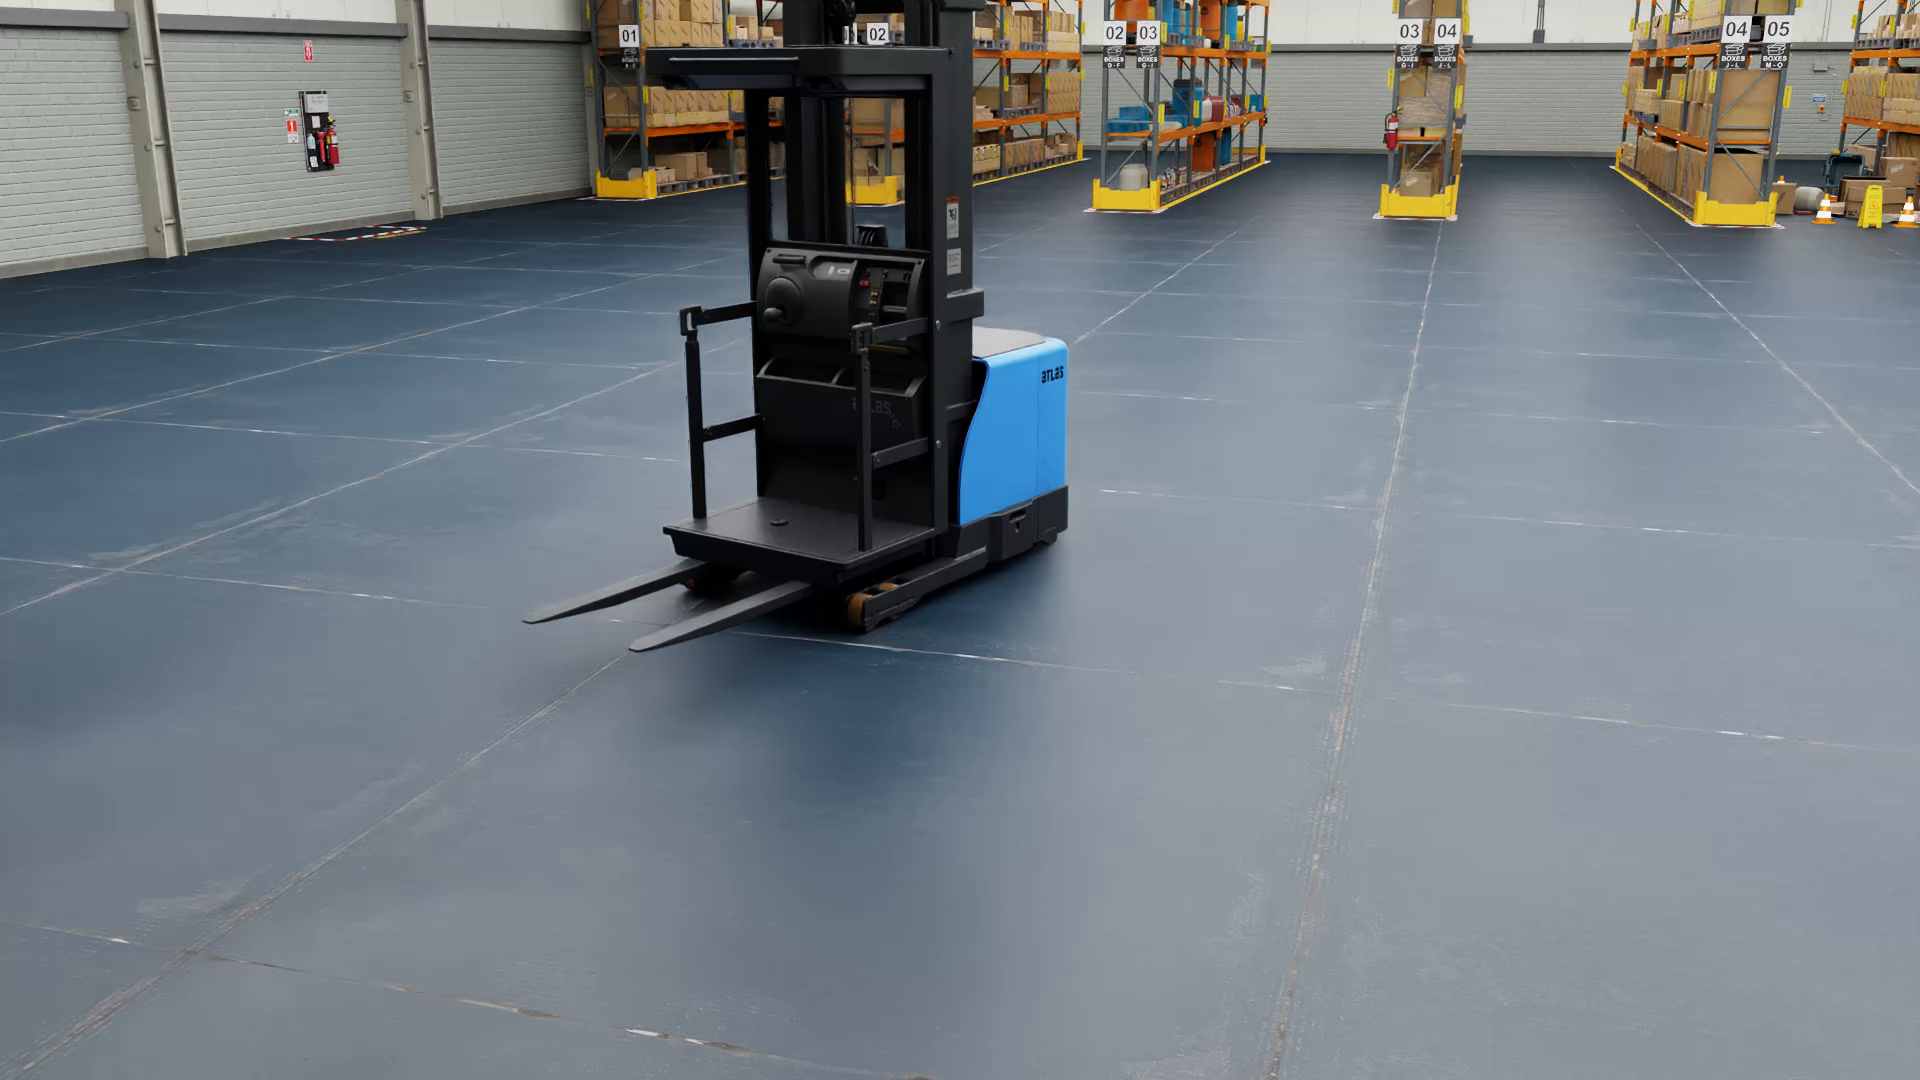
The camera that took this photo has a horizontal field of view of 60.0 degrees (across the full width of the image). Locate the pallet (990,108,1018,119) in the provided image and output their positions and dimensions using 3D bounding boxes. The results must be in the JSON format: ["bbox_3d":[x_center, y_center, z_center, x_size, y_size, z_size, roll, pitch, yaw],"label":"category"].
[{"bbox_3d":[0.638,-9.910,38.623,1.213,0.211,1.003,5,16,16],"label":"pallet"}]

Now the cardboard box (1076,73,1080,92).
[{"bbox_3d":[2.924,-12.304,44.696,0.500,0.500,0.500,4,16,15],"label":"cardboard box"}]

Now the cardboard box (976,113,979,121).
[{"bbox_3d":[0.205,-9.361,36.795,0.380,0.149,0.250,6,17,20],"label":"cardboard box"}]

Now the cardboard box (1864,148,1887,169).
[{"bbox_3d":[21.183,-8.688,37.889,0.875,0.438,0.875,4,16,14],"label":"cardboard box"}]

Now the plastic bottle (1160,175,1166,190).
[{"bbox_3d":[3.802,-6.691,31.115,0.097,0.271,0.097,0,16,0],"label":"plastic bottle"}]

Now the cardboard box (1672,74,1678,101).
[{"bbox_3d":[14.457,-8.919,32.763,0.700,0.500,0.500,4,16,15],"label":"cardboard box"}]

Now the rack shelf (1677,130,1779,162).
[{"bbox_3d":[13.031,-6.724,28.355,1.077,0.370,4.000,5,16,16],"label":"rack shelf"}]

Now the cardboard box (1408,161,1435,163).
[{"bbox_3d":[8.721,-6.902,31.477,0.500,0.500,0.500,4,16,14],"label":"cardboard box"}]

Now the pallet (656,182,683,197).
[{"bbox_3d":[-6.225,-6.998,33.115,1.003,0.211,1.213,5,16,16],"label":"pallet"}]

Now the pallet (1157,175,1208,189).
[{"bbox_3d":[4.655,-7.575,35.150,1.003,0.211,1.213,5,16,16],"label":"pallet"}]

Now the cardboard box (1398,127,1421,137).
[{"bbox_3d":[7.619,-6.927,28.215,0.380,0.149,0.250,5,16,16],"label":"cardboard box"}]

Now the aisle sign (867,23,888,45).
[{"bbox_3d":[-1.486,-8.936,30.074,0.394,0.787,0.004,5,16,16],"label":"aisle sign"}]

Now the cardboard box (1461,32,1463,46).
[{"bbox_3d":[8.994,-9.235,30.670,0.500,0.250,0.500,5,17,18],"label":"cardboard box"}]

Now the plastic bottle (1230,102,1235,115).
[{"bbox_3d":[6.398,-10.143,39.183,0.144,0.351,0.185,5,16,16],"label":"plastic bottle"}]

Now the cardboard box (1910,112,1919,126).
[{"bbox_3d":[19.536,-8.497,33.565,0.500,0.250,0.500,5,17,17],"label":"cardboard box"}]

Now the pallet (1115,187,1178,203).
[{"bbox_3d":[3.549,-6.554,31.549,1.003,0.211,1.213,5,16,16],"label":"pallet"}]

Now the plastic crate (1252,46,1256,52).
[{"bbox_3d":[7.185,-12.284,41.627,0.437,0.136,0.530,5,16,16],"label":"plastic crate"}]

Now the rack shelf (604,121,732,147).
[{"bbox_3d":[-5.943,-8.287,33.867,1.077,0.370,4.000,5,16,16],"label":"rack shelf"}]

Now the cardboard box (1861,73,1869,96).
[{"bbox_3d":[20.955,-10.399,37.980,0.500,0.500,0.500,5,17,16],"label":"cardboard box"}]

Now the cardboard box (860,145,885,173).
[{"bbox_3d":[-1.623,-7.393,32.291,0.500,0.500,0.500,5,16,16],"label":"cardboard box"}]

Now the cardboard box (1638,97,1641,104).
[{"bbox_3d":[15.102,-9.639,36.462,0.380,0.149,0.250,4,16,13],"label":"cardboard box"}]

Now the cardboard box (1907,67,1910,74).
[{"bbox_3d":[21.076,-10.371,36.691,0.380,0.149,0.250,4,16,15],"label":"cardboard box"}]

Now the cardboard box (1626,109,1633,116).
[{"bbox_3d":[16.443,-10.416,40.516,0.380,0.149,0.250,4,16,14],"label":"cardboard box"}]

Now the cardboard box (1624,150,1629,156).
[{"bbox_3d":[16.321,-9.392,40.354,0.380,0.149,0.250,5,17,18],"label":"cardboard box"}]

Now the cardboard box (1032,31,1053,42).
[{"bbox_3d":[2.026,-12.585,41.566,0.500,0.250,0.500,5,16,16],"label":"cardboard box"}]

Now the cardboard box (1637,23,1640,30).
[{"bbox_3d":[16.393,-12.274,39.738,0.380,0.149,0.250,5,17,17],"label":"cardboard box"}]

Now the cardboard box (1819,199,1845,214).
[{"bbox_3d":[14.877,-5.685,28.386,0.396,0.266,0.258,8,18,25],"label":"cardboard box"}]

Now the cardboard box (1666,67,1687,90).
[{"bbox_3d":[16.235,-10.457,37.640,0.500,0.500,0.500,5,17,17],"label":"cardboard box"}]

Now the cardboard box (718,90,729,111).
[{"bbox_3d":[-5.212,-9.307,35.009,0.500,0.500,0.500,5,16,16],"label":"cardboard box"}]

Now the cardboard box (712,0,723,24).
[{"bbox_3d":[-5.257,-10.986,34.515,0.500,0.500,0.500,3,16,11],"label":"cardboard box"}]

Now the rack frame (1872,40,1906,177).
[{"bbox_3d":[20.648,-9.328,36.221,1.000,3.000,0.127,5,16,16],"label":"rack frame"}]

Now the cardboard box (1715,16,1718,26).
[{"bbox_3d":[12.305,-8.298,26.598,0.380,0.149,0.250,5,17,16],"label":"cardboard box"}]

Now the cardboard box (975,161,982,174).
[{"bbox_3d":[0.165,-8.141,36.304,0.500,0.250,0.500,5,17,17],"label":"cardboard box"}]

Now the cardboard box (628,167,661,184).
[{"bbox_3d":[-6.228,-7.202,32.845,0.500,0.311,0.500,3,16,10],"label":"cardboard box"}]

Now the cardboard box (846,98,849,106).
[{"bbox_3d":[-3.126,-11.176,41.968,0.500,0.500,0.500,5,17,16],"label":"cardboard box"}]

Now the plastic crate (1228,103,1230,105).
[{"bbox_3d":[6.689,-11.014,42.359,0.416,0.233,0.300,5,16,16],"label":"plastic crate"}]

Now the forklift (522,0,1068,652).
[{"bbox_3d":[-0.677,-1.154,7.528,1.130,2.935,3.031,11,19,33],"label":"forklift"}]

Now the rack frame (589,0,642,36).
[{"bbox_3d":[-6.511,-10.996,31.106,1.000,3.000,0.127,5,16,16],"label":"rack frame"}]

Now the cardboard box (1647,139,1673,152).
[{"bbox_3d":[14.813,-8.332,35.144,0.500,0.250,0.500,5,17,17],"label":"cardboard box"}]

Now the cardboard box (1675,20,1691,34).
[{"bbox_3d":[14.178,-9.957,32.262,0.500,0.250,0.500,5,17,17],"label":"cardboard box"}]

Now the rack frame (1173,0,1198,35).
[{"bbox_3d":[4.124,-11.274,32.087,1.000,3.000,0.127,5,16,16],"label":"rack frame"}]

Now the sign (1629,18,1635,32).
[{"bbox_3d":[16.490,-12.638,40.790,0.100,0.325,0.005,5,16,16],"label":"sign"}]

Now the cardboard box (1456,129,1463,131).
[{"bbox_3d":[10.731,-8.874,37.743,1.225,0.875,0.875,4,16,14],"label":"cardboard box"}]

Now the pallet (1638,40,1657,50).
[{"bbox_3d":[15.596,-10.885,36.557,1.213,0.211,1.003,5,16,16],"label":"pallet"}]

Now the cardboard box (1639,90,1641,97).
[{"bbox_3d":[15.098,-9.780,36.415,0.380,0.149,0.250,4,16,15],"label":"cardboard box"}]

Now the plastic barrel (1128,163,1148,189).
[{"bbox_3d":[3.244,-6.656,30.588,0.421,0.512,0.421,0,16,0],"label":"plastic barrel"}]

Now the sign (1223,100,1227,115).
[{"bbox_3d":[5.790,-9.472,36.429,0.100,0.325,0.005,5,16,16],"label":"sign"}]

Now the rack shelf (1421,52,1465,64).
[{"bbox_3d":[11.715,-11.717,40.464,1.077,0.370,4.000,5,16,16],"label":"rack shelf"}]

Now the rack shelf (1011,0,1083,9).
[{"bbox_3d":[2.218,-13.928,42.767,1.077,0.370,4.000,5,16,16],"label":"rack shelf"}]

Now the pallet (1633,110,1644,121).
[{"bbox_3d":[15.517,-9.405,36.842,1.003,0.211,1.213,5,16,16],"label":"pallet"}]

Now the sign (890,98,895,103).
[{"bbox_3d":[-1.230,-8.137,30.287,0.100,0.325,0.005,5,16,16],"label":"sign"}]

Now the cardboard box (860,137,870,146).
[{"bbox_3d":[-2.790,-10.436,43.938,0.700,0.500,0.500,5,17,17],"label":"cardboard box"}]

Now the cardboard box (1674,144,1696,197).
[{"bbox_3d":[13.354,-6.614,29.773,0.875,0.875,0.875,5,17,17],"label":"cardboard box"}]
